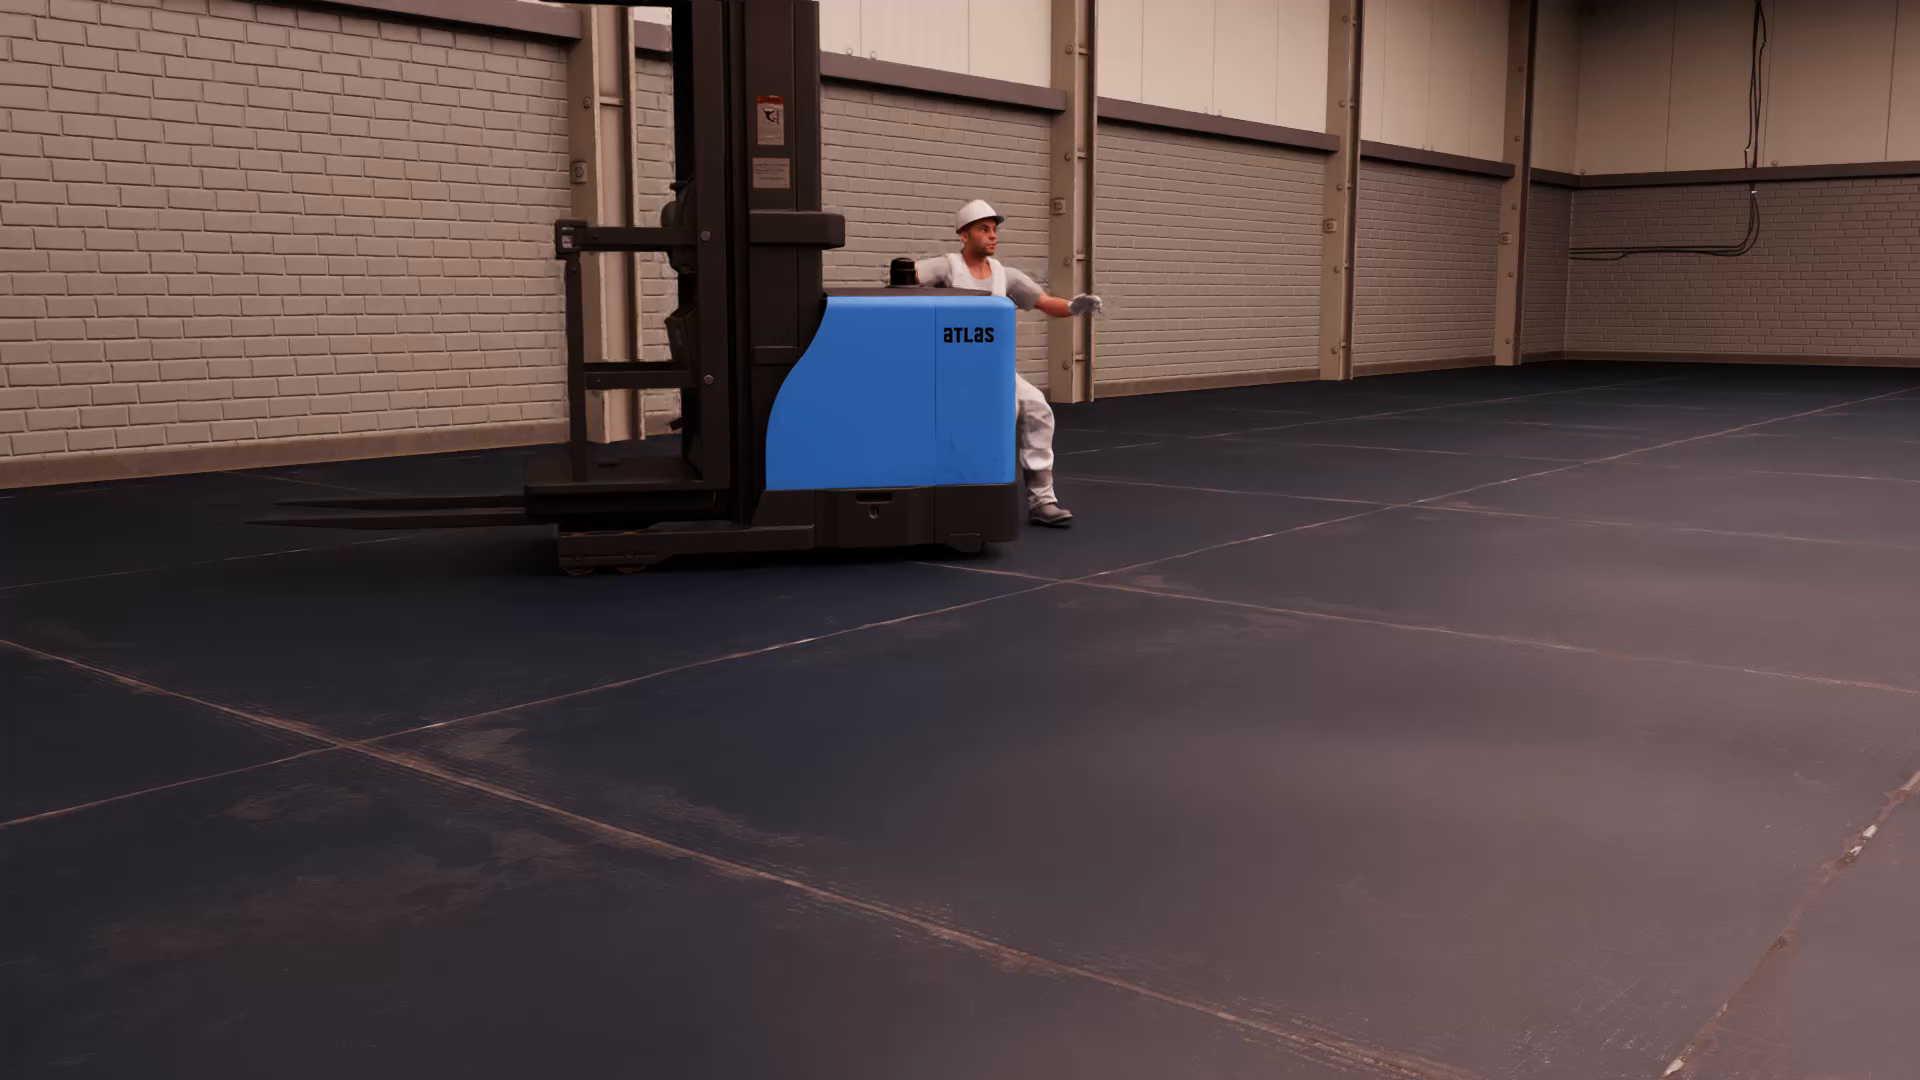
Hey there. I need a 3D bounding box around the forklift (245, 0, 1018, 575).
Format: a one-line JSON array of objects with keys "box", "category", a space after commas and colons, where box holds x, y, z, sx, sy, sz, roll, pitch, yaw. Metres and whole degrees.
[{"box": [-1.331, -1.397, 6.829, 3.031, 2.935, 1.130, -2, 9, -13], "category": "forklift"}]

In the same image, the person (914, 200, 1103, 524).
[{"box": [0.190, -0.851, 7.935, 0.992, 1.543, 0.873, -8, 12, -44], "category": "person"}]
